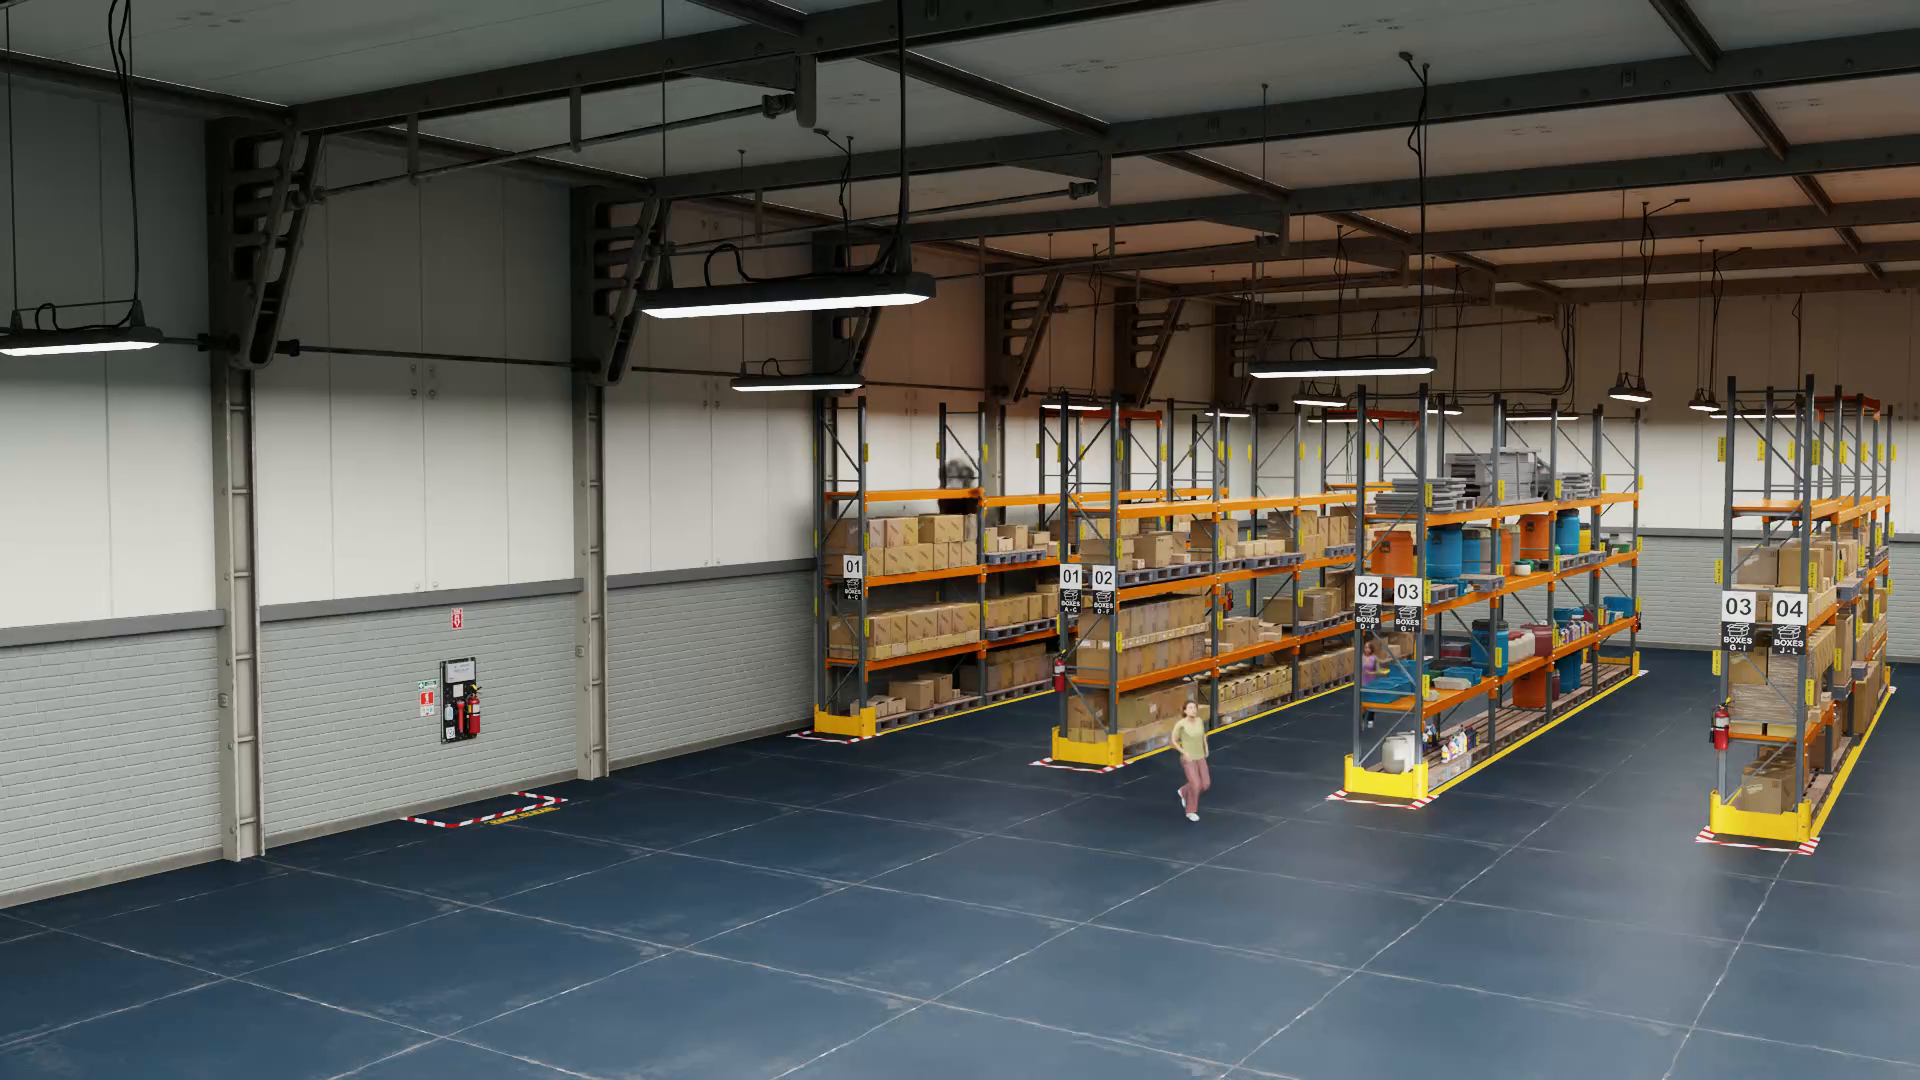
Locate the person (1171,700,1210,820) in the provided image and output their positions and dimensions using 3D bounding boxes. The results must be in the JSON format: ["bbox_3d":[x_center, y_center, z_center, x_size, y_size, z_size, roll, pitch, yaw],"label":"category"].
[{"bbox_3d":[3.158,2.998,22.769,0.580,1.636,0.547,-1,3,-26],"label":"person"}]

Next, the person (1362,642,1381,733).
[{"bbox_3d":[7.295,2.636,29.834,0.503,1.627,0.691,1,3,20],"label":"person"}]
